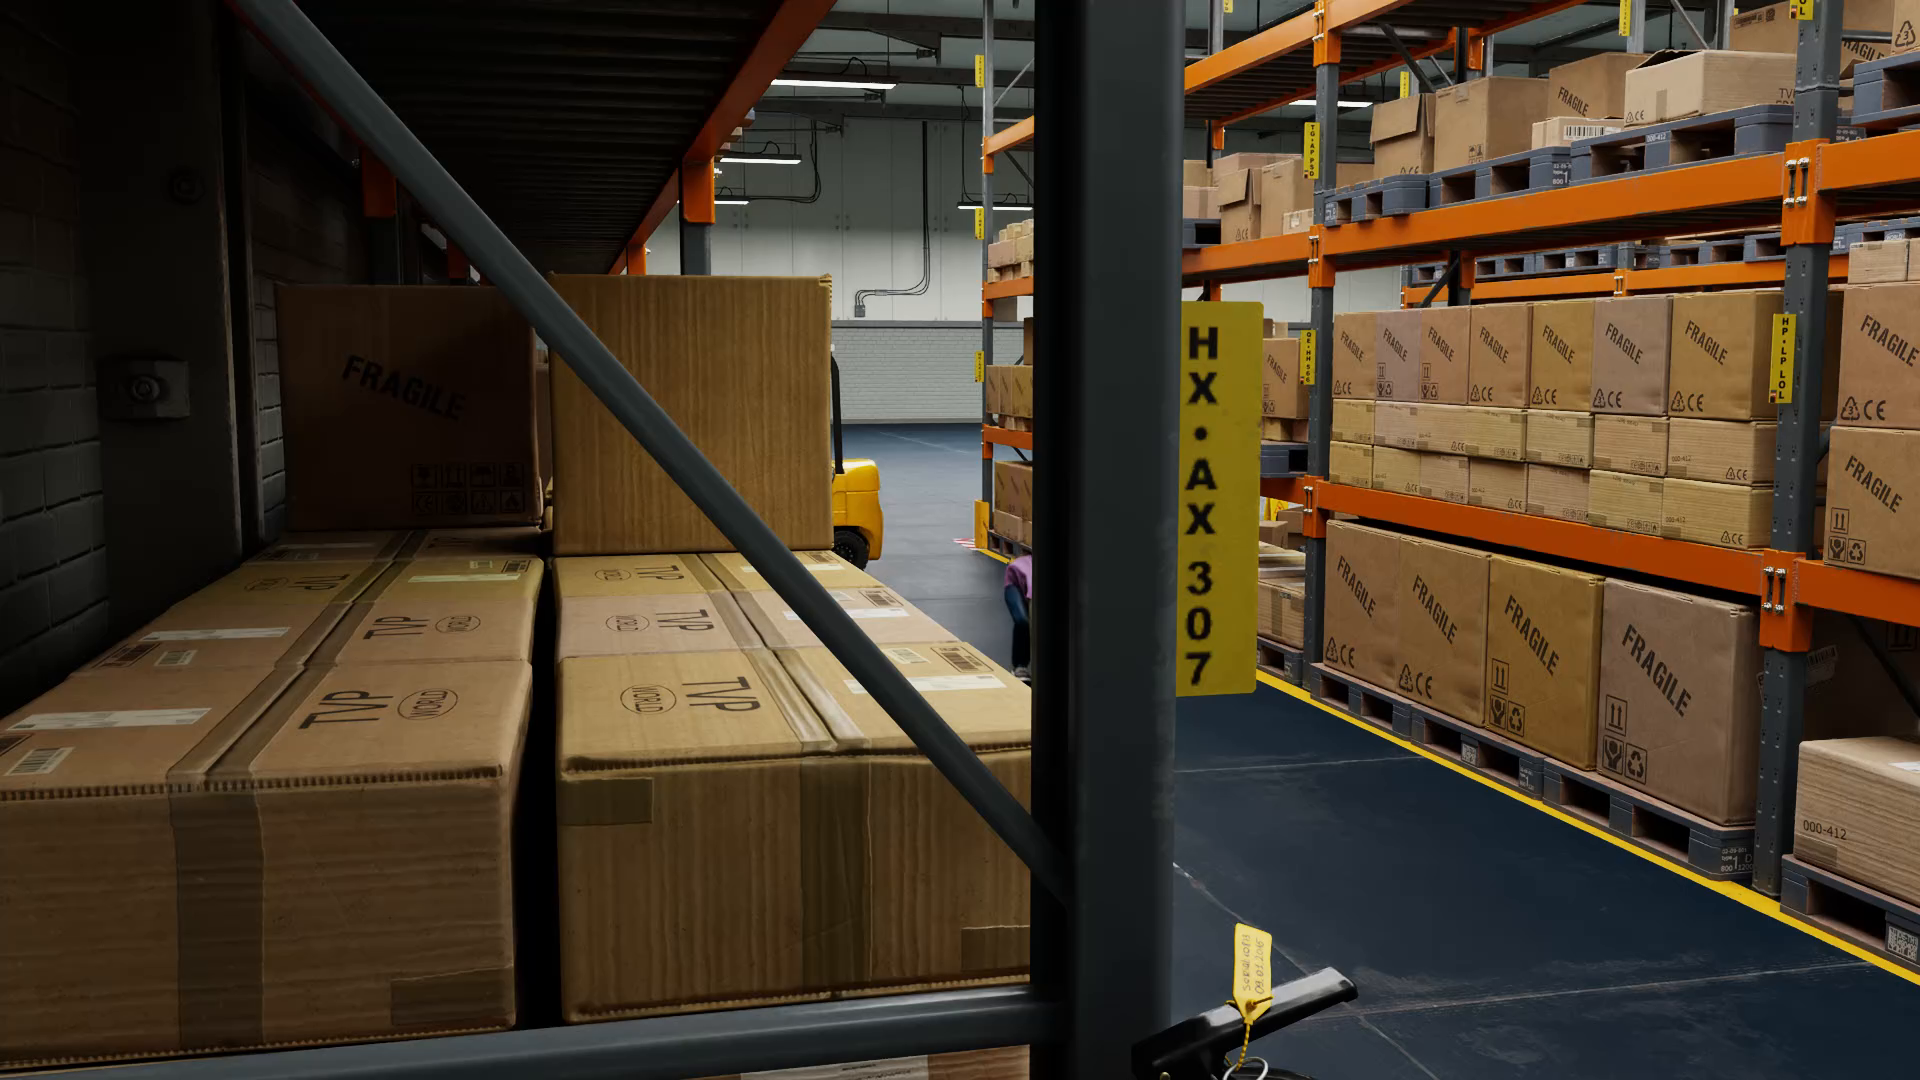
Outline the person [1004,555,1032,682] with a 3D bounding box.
[{"bbox_3d":[0.537,0.516,10.428,0.424,0.808,0.864,-2,7,-16],"label":"person"}]
